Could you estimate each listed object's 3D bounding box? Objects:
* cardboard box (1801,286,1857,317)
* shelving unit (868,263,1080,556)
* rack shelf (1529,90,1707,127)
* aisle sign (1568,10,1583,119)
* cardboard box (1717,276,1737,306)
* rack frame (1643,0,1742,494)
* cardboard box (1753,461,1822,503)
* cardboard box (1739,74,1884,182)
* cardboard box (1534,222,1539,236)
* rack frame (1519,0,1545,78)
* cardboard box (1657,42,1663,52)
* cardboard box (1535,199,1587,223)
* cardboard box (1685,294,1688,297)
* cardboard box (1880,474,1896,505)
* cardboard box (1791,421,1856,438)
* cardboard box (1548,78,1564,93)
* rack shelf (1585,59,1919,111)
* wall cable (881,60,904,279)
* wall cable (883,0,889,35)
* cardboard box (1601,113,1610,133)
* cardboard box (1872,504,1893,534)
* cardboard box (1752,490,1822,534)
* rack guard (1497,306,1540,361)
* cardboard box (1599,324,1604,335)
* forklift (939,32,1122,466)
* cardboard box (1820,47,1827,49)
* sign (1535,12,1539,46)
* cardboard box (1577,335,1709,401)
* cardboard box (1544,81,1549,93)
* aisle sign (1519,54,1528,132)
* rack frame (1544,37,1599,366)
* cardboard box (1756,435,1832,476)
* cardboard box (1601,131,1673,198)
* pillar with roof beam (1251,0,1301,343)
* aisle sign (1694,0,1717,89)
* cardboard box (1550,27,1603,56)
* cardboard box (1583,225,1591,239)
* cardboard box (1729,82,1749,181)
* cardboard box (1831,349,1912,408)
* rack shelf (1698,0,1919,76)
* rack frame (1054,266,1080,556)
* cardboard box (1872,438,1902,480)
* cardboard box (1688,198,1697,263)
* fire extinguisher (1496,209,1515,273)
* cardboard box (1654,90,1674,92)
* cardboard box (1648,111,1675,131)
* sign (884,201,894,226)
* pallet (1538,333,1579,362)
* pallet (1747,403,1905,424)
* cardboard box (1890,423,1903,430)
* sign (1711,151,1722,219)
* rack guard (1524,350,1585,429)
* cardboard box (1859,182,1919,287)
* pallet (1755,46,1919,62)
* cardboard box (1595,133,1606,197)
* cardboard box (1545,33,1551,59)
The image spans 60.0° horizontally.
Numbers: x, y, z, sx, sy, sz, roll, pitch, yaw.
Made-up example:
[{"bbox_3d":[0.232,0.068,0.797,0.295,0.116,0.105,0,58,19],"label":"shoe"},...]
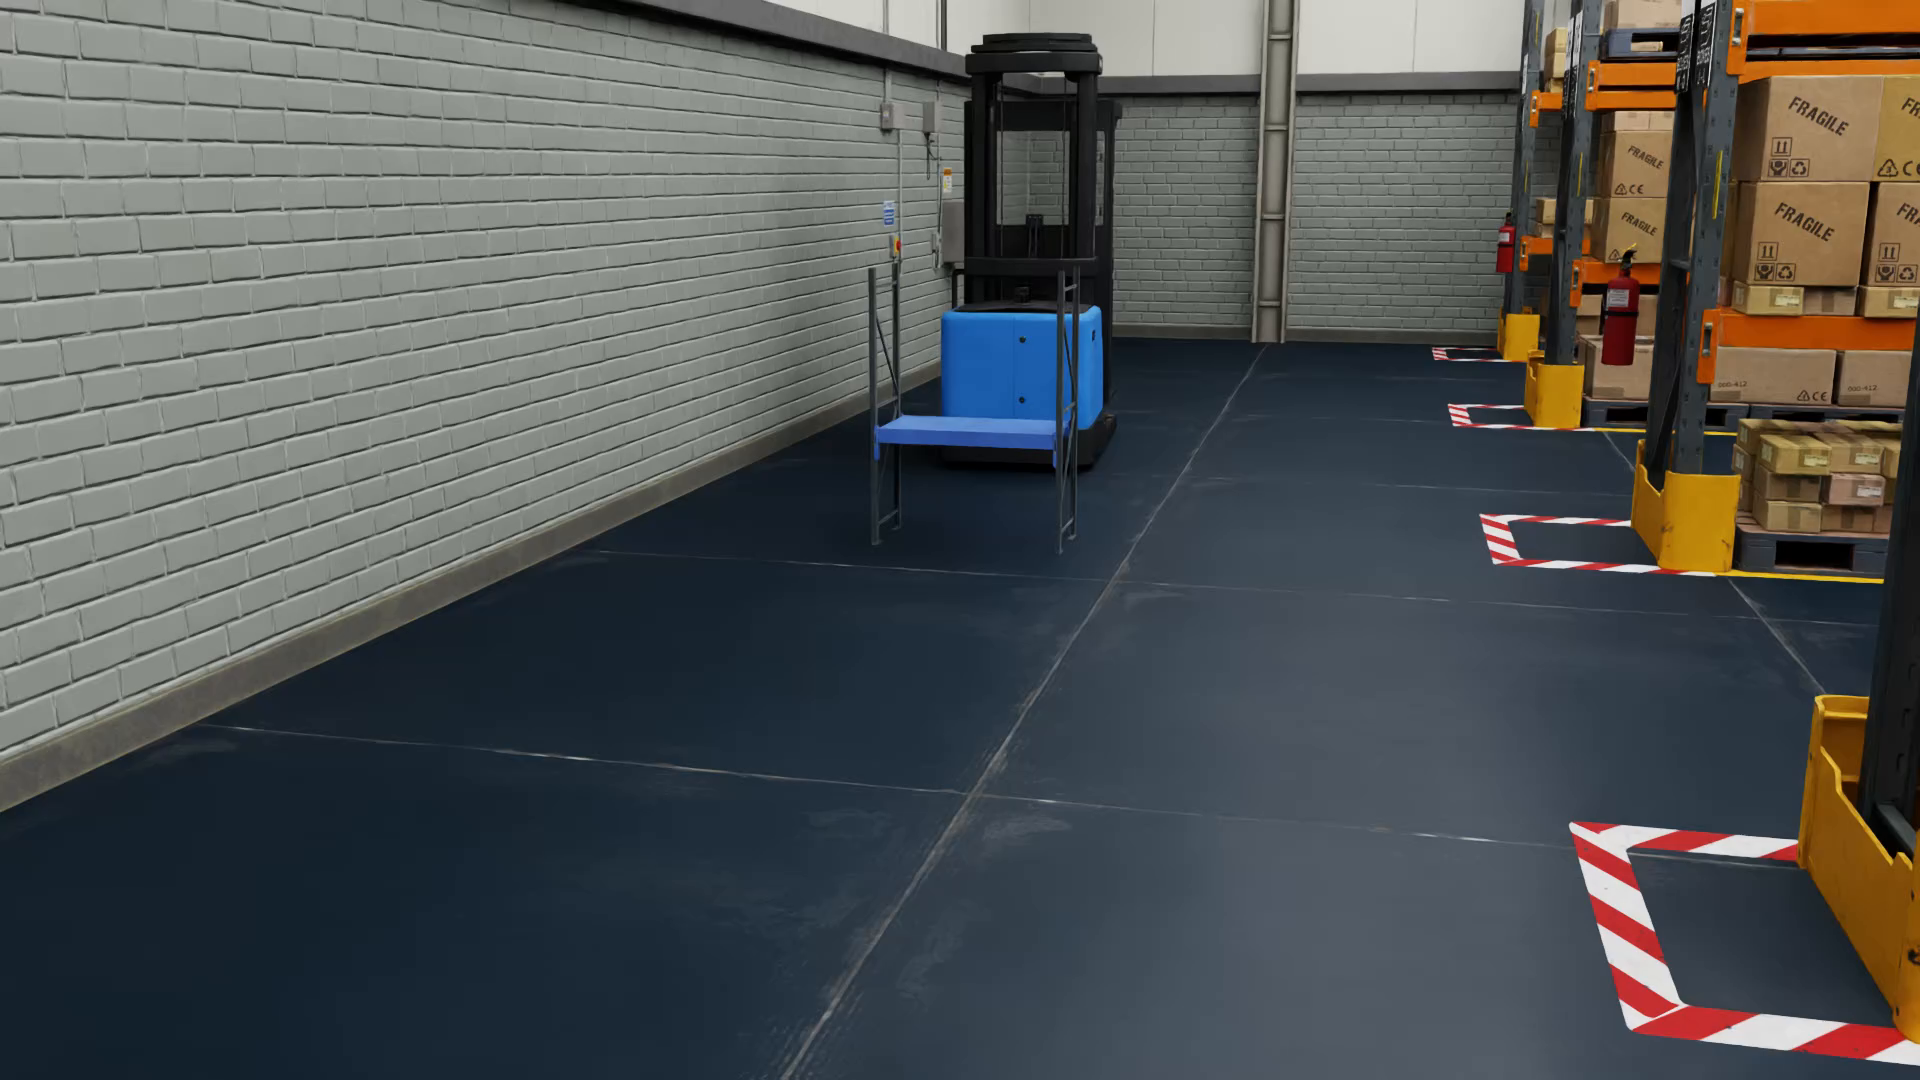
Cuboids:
[{"bbox_3d":[4.329,-1.217,8.373,0.250,0.149,0.380,4,13,16],"label":"cardboard box"},{"bbox_3d":[0.083,-0.728,9.051,1.048,1.500,0.538,3,13,14],"label":"shelving unit"},{"bbox_3d":[8.051,-4.529,17.458,4.000,0.370,1.077,3,13,14],"label":"rack shelf"},{"bbox_3d":[4.785,-3.688,12.928,0.004,0.787,0.394,3,13,14],"label":"aisle sign"},{"bbox_3d":[4.220,-1.349,8.971,0.250,0.149,0.380,3,13,14],"label":"cardboard box"},{"bbox_3d":[3.836,-1.430,8.752,0.127,3.000,1.000,3,13,14],"label":"rack frame"},{"bbox_3d":[4.283,-0.307,8.617,0.250,0.149,0.380,4,13,16],"label":"cardboard box"},{"bbox_3d":[4.208,-2.033,8.244,0.500,0.500,0.500,3,13,13],"label":"cardboard box"},{"bbox_3d":[6.496,-3.436,18.377,0.250,0.149,0.380,3,13,13],"label":"cardboard box"},{"bbox_3d":[6.110,-6.449,17.523,0.127,3.000,1.000,3,13,14],"label":"rack frame"},{"bbox_3d":[7.460,-5.171,17.195,0.500,0.250,0.500,3,13,13],"label":"cardboard box"},{"bbox_3d":[6.620,-3.624,18.301,0.500,0.250,0.500,3,13,15],"label":"cardboard box"},{"bbox_3d":[7.991,-2.352,17.710,0.500,0.500,0.500,3,13,15],"label":"cardboard box"},{"bbox_3d":[4.794,-0.287,8.526,0.250,0.149,0.380,3,13,14],"label":"cardboard box"},{"bbox_3d":[4.641,-0.534,8.954,0.250,0.149,0.380,3,13,15],"label":"cardboard box"},{"bbox_3d":[6.363,-4.796,17.580,0.250,0.149,0.380,3,13,15],"label":"cardboard box"},{"bbox_3d":[6.866,-3.485,12.753,4.000,0.370,1.077,3,13,14],"label":"rack shelf"},{"bbox_3d":[-0.556,-3.275,14.651,0.123,1.953,0.585,3,13,14],"label":"wall cable"},{"bbox_3d":[-0.666,-5.641,13.881,0.029,3.000,0.463,3,13,14],"label":"wall cable"},{"bbox_3d":[5.320,-3.353,13.384,0.250,0.149,0.380,3,13,14],"label":"cardboard box"},{"bbox_3d":[4.784,-0.141,8.554,0.250,0.149,0.380,3,13,14],"label":"cardboard box"},{"bbox_3d":[4.268,-0.148,8.589,0.250,0.149,0.380,3,13,15],"label":"cardboard box"},{"bbox_3d":[6.183,-2.296,18.426,0.348,0.500,1.175,3,13,14],"label":"rack guard"},{"bbox_3d":[7.084,-2.251,18.067,0.250,0.149,0.380,3,13,11],"label":"cardboard box"},{"bbox_3d":[0.615,-2.206,12.409,1.130,2.935,3.031,2,13,10],"label":"forklift"},{"bbox_3d":[8.951,-5.093,16.843,0.500,0.250,0.500,3,13,13],"label":"cardboard box"},{"bbox_3d":[5.980,-5.297,17.239,0.005,0.325,0.100,3,13,14],"label":"sign"},{"bbox_3d":[5.589,-1.417,13.640,0.875,0.438,0.875,3,13,12],"label":"cardboard box"},{"bbox_3d":[6.476,-4.894,18.020,0.250,0.149,0.380,3,13,15],"label":"cardboard box"},{"bbox_3d":[5.973,-4.731,17.629,0.004,0.787,0.394,3,13,14],"label":"aisle sign"},{"bbox_3d":[4.924,-2.476,13.468,0.127,3.000,1.000,3,13,14],"label":"rack frame"},{"bbox_3d":[4.263,-0.435,8.506,0.250,0.149,0.380,2,13,11],"label":"cardboard box"},{"bbox_3d":[5.322,-2.928,12.966,0.500,0.500,0.500,3,13,12],"label":"cardboard box"},{"bbox_3d":[2.676,-5.873,14.928,0.400,9.000,9.100,3,13,14],"label":"pillar with roof beam"},{"bbox_3d":[3.693,-2.639,8.203,0.004,0.787,0.394,3,13,14],"label":"aisle sign"},{"bbox_3d":[6.480,-5.224,17.436,0.500,0.250,0.500,3,13,13],"label":"cardboard box"},{"bbox_3d":[6.621,-3.319,17.848,0.250,0.149,0.380,3,13,15],"label":"cardboard box"},{"bbox_3d":[4.340,-2.140,8.730,0.500,0.500,0.500,3,13,12],"label":"cardboard box"},{"bbox_3d":[7.354,-1.324,13.221,0.875,0.438,0.875,3,13,12],"label":"cardboard box"},{"bbox_3d":[5.778,-2.439,8.037,4.000,0.370,1.077,3,13,14],"label":"rack shelf"},{"bbox_3d":[0.576,-0.701,8.932,0.032,1.500,0.500,3,13,14],"label":"rack frame"},{"bbox_3d":[4.774,-0.406,8.376,0.250,0.149,0.380,3,13,13],"label":"cardboard box"},{"bbox_3d":[5.819,-2.419,12.980,0.500,0.500,0.500,3,13,13],"label":"cardboard box"},{"bbox_3d":[5.856,-3.210,17.818,0.183,0.674,0.296,3,13,14],"label":"fire extinguisher"},{"bbox_3d":[7.342,-4.724,17.258,0.250,0.149,0.380,3,13,13],"label":"cardboard box"},{"bbox_3d":[5.474,-3.254,12.939,0.250,0.149,0.380,3,13,15],"label":"cardboard box"},{"bbox_3d":[-0.627,-2.888,14.704,0.001,0.218,0.327,3,13,14],"label":"sign"},{"bbox_3d":[6.958,-2.113,18.272,1.213,0.211,1.003,3,13,14],"label":"pallet"},{"bbox_3d":[6.900,-1.026,13.369,1.213,0.211,1.003,3,13,14],"label":"pallet"},{"bbox_3d":[5.159,-0.521,8.893,0.250,0.149,0.380,3,13,11],"label":"cardboard box"},{"bbox_3d":[3.706,-1.738,8.144,0.005,0.325,0.100,3,13,14],"label":"sign"},{"bbox_3d":[4.901,-1.257,13.744,0.348,0.500,1.175,3,13,14],"label":"rack guard"},{"bbox_3d":[4.731,-1.520,8.241,0.500,0.500,0.500,3,13,14],"label":"cardboard box"},{"bbox_3d":[6.835,-3.798,12.705,1.213,0.211,1.003,3,13,14],"label":"pallet"},{"bbox_3d":[5.449,-3.038,13.461,0.500,0.500,0.500,4,13,15],"label":"cardboard box"},{"bbox_3d":[6.608,-5.336,17.939,0.500,0.250,0.500,3,13,12],"label":"cardboard box"}]
